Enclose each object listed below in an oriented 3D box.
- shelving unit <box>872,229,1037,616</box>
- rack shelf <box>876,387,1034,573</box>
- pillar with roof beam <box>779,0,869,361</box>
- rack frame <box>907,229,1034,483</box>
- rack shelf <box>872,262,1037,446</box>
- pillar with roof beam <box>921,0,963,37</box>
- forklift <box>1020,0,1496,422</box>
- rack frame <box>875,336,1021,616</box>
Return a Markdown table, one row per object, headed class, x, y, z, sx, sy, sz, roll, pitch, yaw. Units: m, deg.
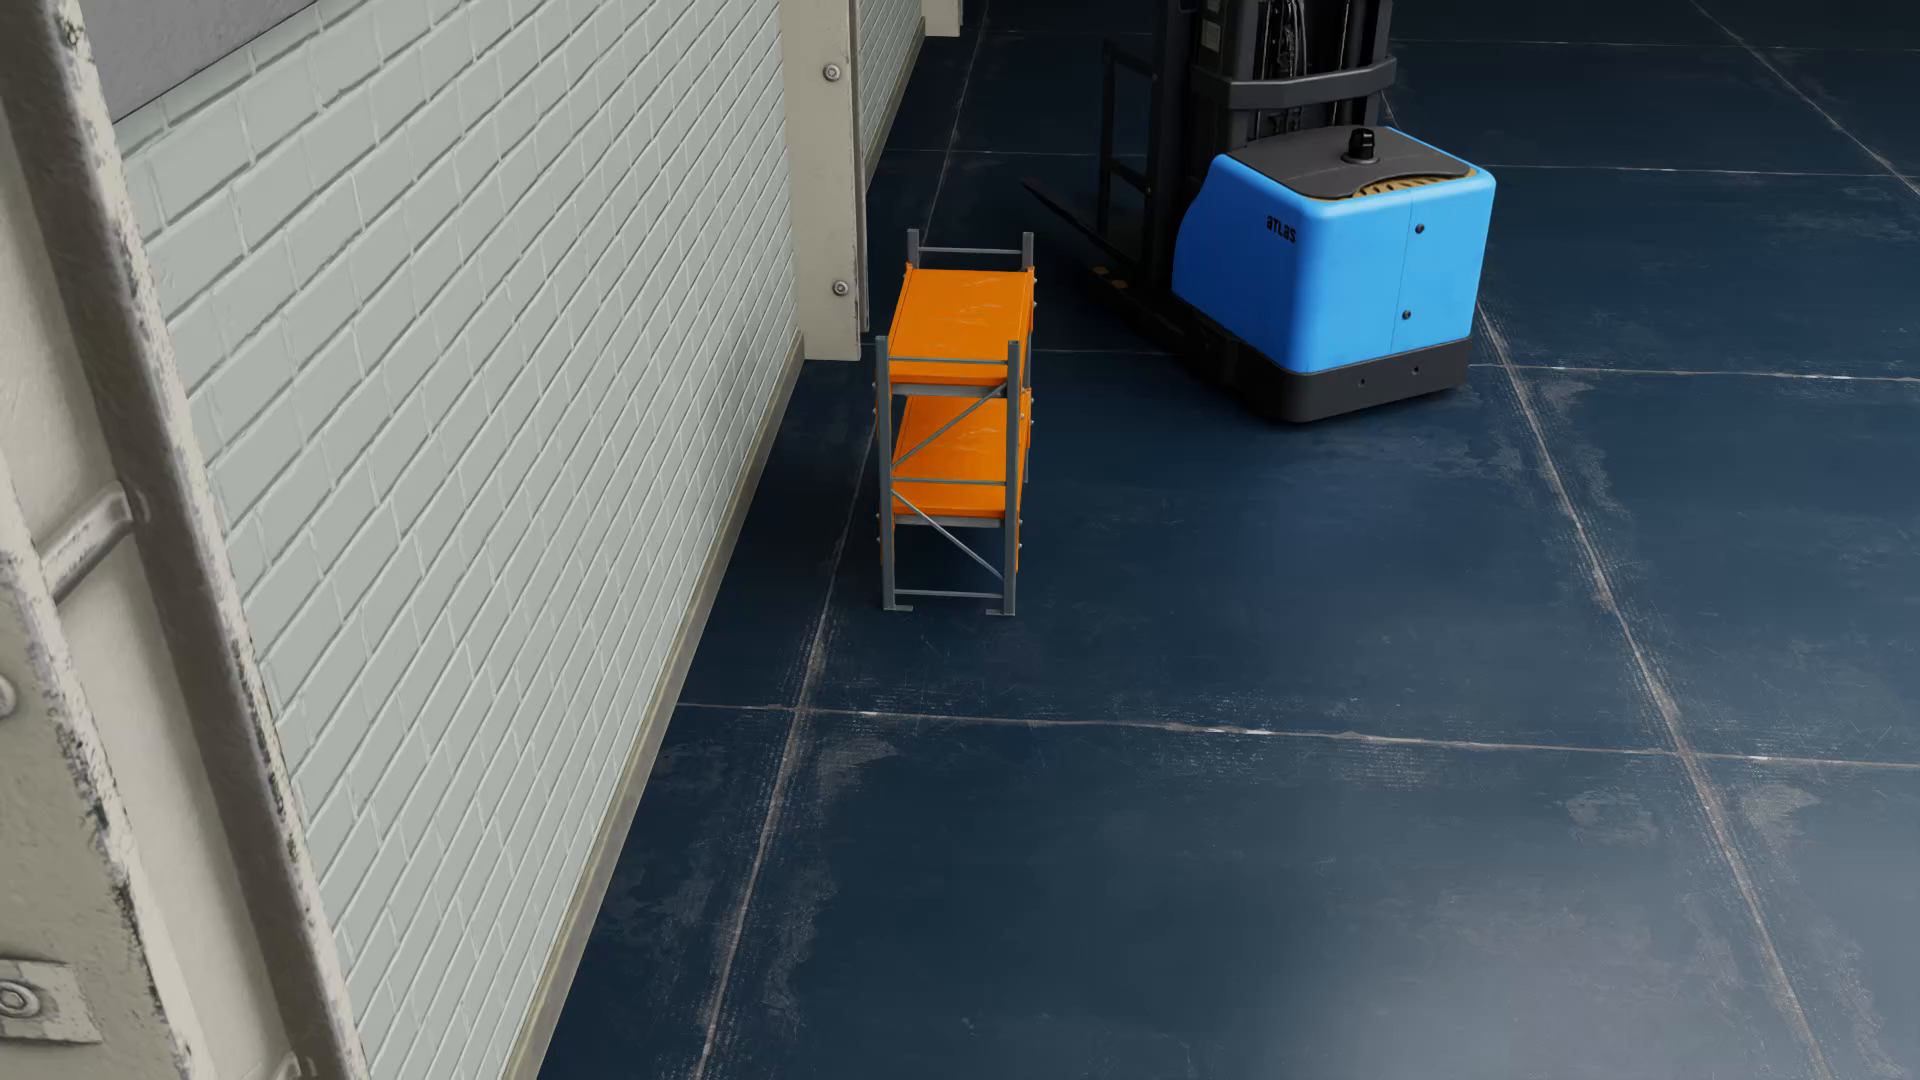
| class | x | y | z | sx | sy | sz | roll | pitch | yaw |
| --- | --- | --- | --- | --- | --- | --- | --- | --- | --- |
| shelving unit | -0.001 | -0.475 | 6.449 | 0.538 | 1.125 | 1.048 | 2 | 32 | 4 |
| rack shelf | -0.001 | -0.267 | 6.577 | 0.538 | 0.278 | 1.000 | 2 | 32 | 4 |
| pillar with roof beam | 3.658 | -4.638 | 5.699 | 9.100 | 9.000 | 0.400 | 2 | 32 | 4 |
| rack frame | 0.041 | -0.741 | 6.880 | 0.500 | 1.125 | 0.032 | 2 | 32 | 4 |
| rack shelf | -0.001 | -0.725 | 6.296 | 0.538 | 0.278 | 1.000 | 2 | 32 | 4 |
| pillar with roof beam | 4.146 | -7.776 | 10.790 | 9.100 | 9.000 | 0.400 | 2 | 32 | 4 |
| forklift | 1.301 | -2.531 | 8.064 | 1.130 | 2.935 | 3.031 | -14 | 34 | -21 |
| rack frame | -0.042 | -0.210 | 6.018 | 0.500 | 1.125 | 0.032 | 2 | 32 | 4 |
